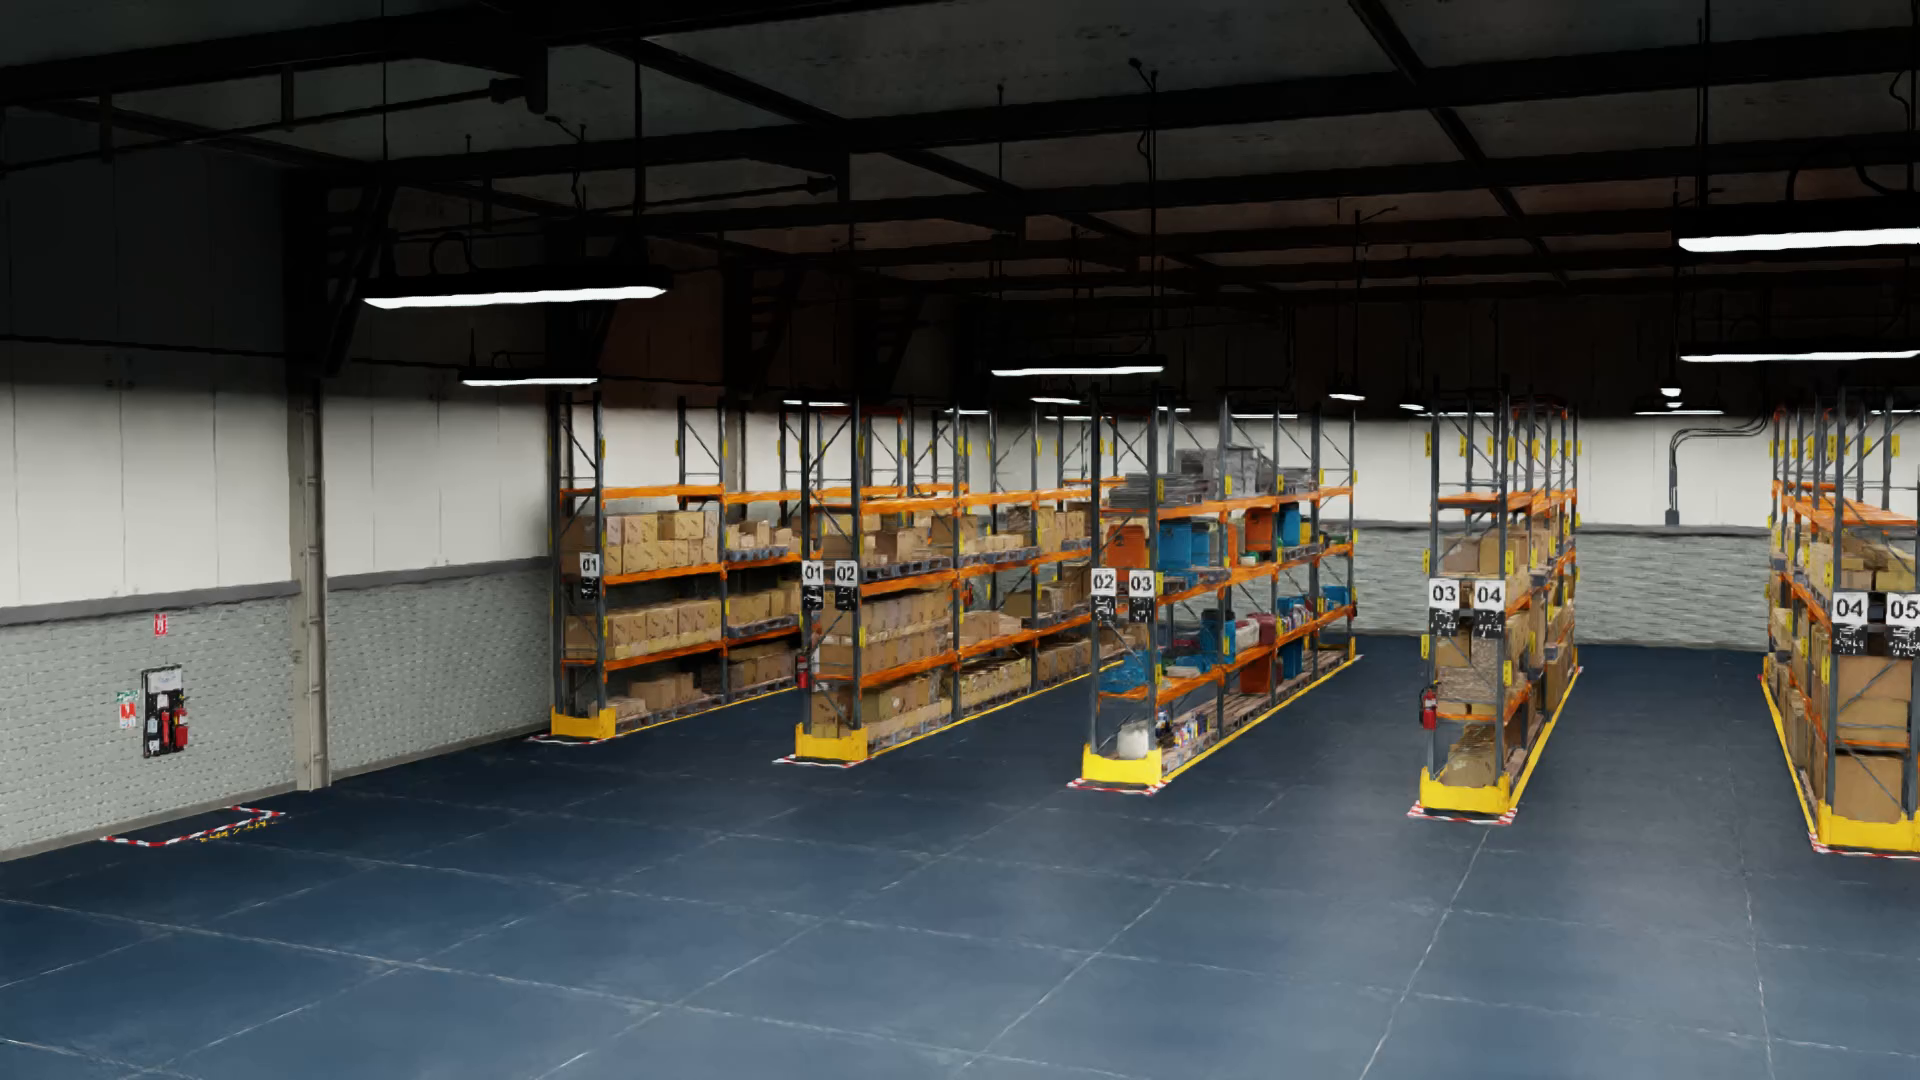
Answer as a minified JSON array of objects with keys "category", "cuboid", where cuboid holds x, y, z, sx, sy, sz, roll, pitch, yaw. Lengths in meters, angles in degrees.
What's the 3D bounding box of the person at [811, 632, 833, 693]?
[{"category":"person","cuboid":[-2.609,2.488,29.797,0.585,1.698,1.194,2,4,26]}]
